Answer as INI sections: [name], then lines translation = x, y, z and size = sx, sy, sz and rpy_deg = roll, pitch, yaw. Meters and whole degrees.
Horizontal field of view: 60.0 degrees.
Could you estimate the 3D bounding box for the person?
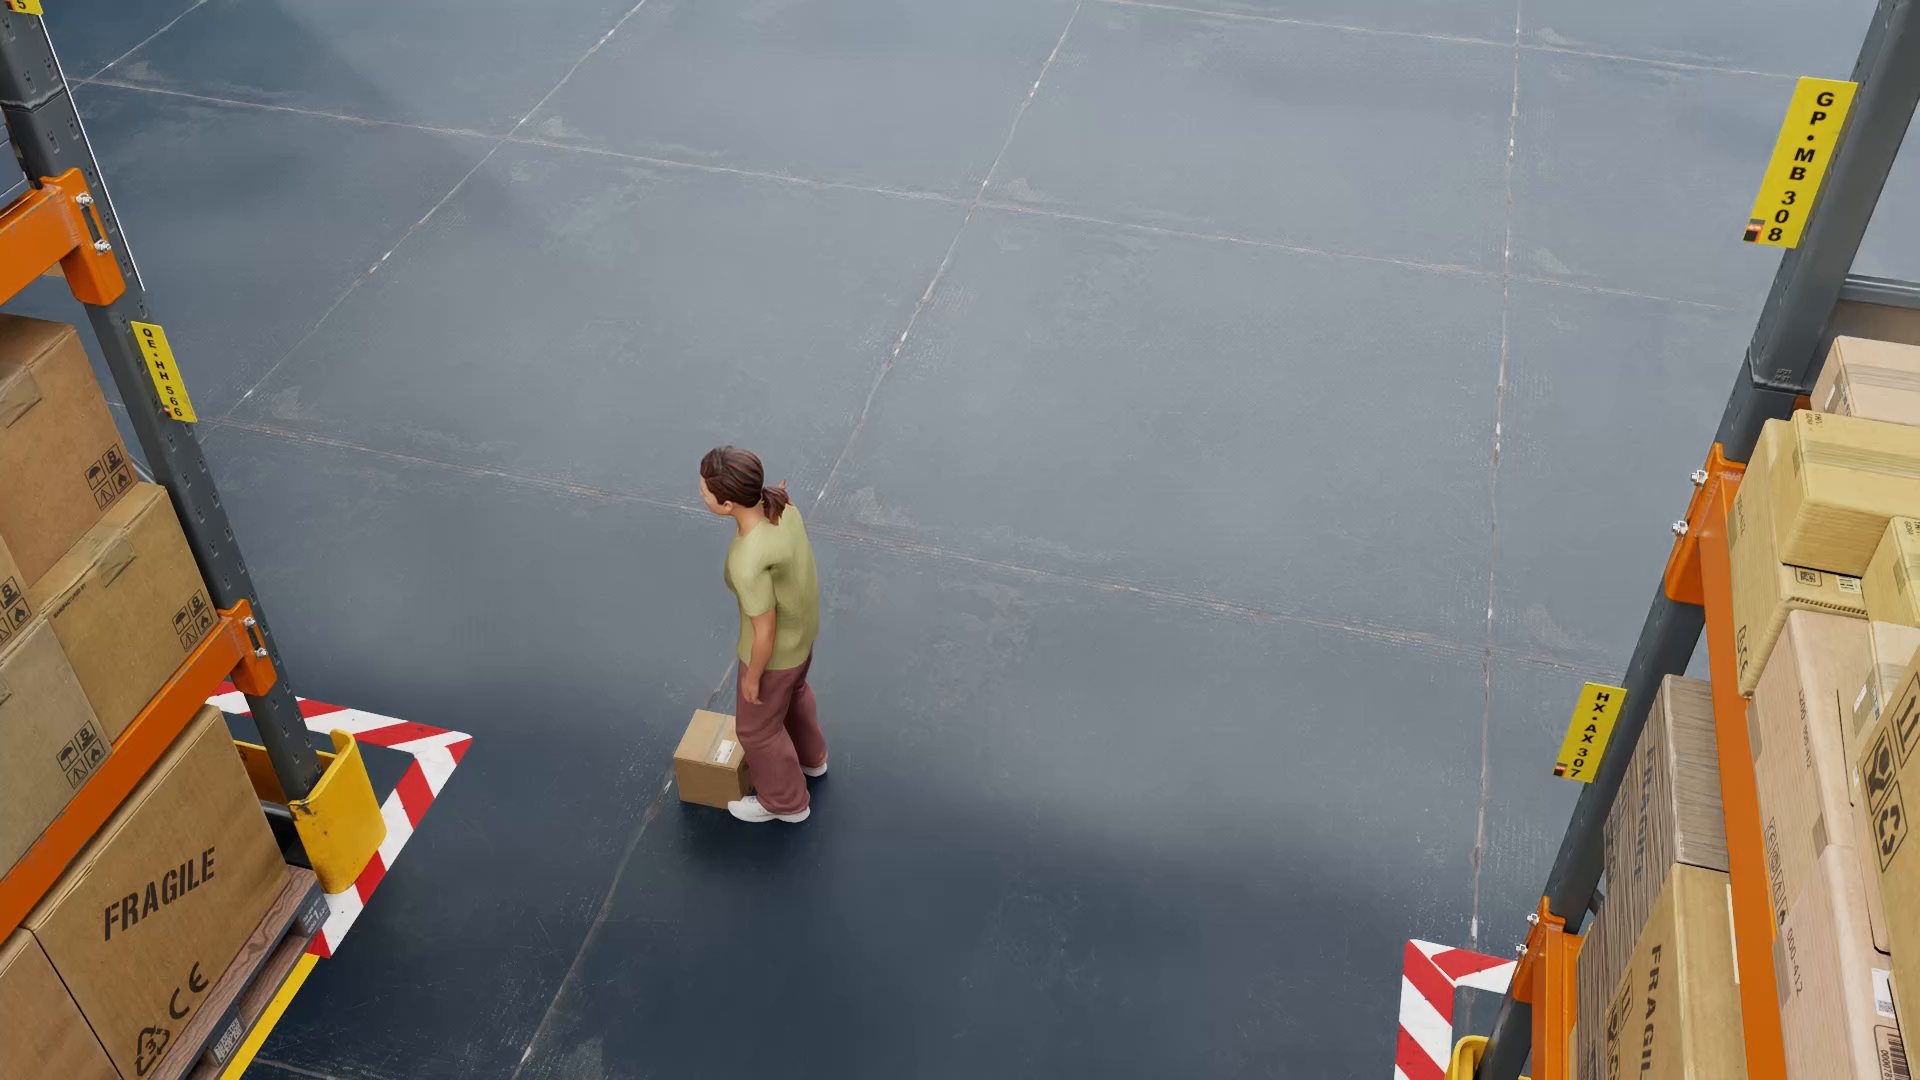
[person]
translation = -0.670, 0.340, 5.774
size = 0.366, 1.667, 0.518
rpy_deg = 8, 42, 9
